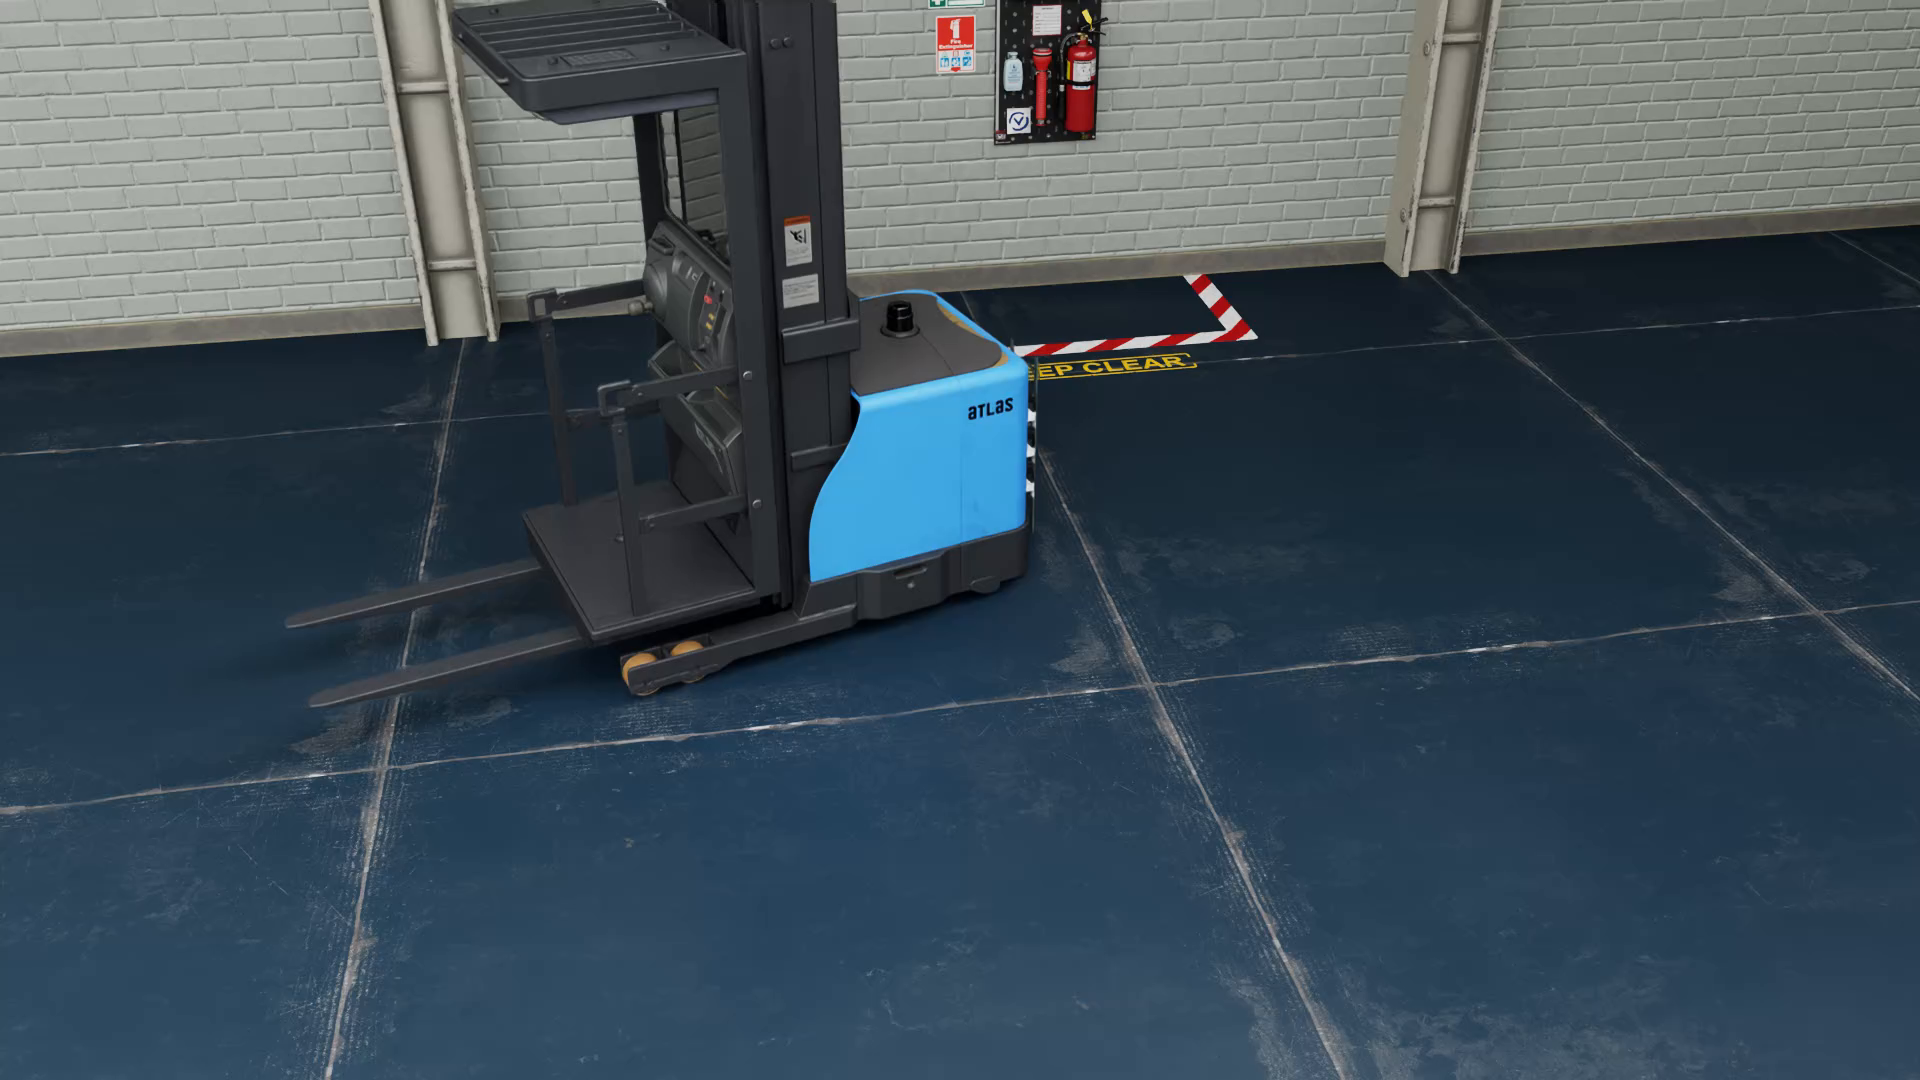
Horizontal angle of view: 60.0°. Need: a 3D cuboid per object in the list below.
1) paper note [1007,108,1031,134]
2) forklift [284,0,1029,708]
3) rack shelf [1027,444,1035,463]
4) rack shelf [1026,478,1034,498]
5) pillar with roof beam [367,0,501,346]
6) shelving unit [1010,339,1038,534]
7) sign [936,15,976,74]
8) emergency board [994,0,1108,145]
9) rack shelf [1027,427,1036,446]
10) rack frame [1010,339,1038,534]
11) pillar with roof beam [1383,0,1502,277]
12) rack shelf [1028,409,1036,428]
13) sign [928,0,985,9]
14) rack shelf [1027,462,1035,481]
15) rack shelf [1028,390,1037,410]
[{"bbox_3d":[0.351,-2.497,9.907,0.142,0.148,0.016,-5,31,-9],"label":"paper note"},{"bbox_3d":[-1.248,-0.945,6.466,3.031,2.935,1.130,-15,33,-23],"label":"forklift"},{"bbox_3d":[0.196,-0.417,7.636,0.200,0.077,0.258,-15,33,-23],"label":"rack shelf"},{"bbox_3d":[0.196,-0.261,7.728,0.200,0.077,0.258,-15,33,-23],"label":"rack shelf"},{"bbox_3d":[-2.151,-2.957,3.901,0.400,9.000,9.100,-5,31,-9],"label":"pillar with roof beam"},{"bbox_3d":[0.196,-0.445,7.619,0.210,0.900,0.258,-15,33,-23],"label":"shelving unit"},{"bbox_3d":[-0.025,-2.875,9.645,0.234,0.329,0.001,-5,31,-9],"label":"sign"},{"bbox_3d":[0.538,-2.859,9.652,0.643,1.169,0.194,-5,31,-9],"label":"emergency board"},{"bbox_3d":[0.196,-0.494,7.591,0.200,0.077,0.258,-15,33,-23],"label":"rack shelf"},{"bbox_3d":[0.286,-0.469,7.660,0.006,0.900,0.240,-15,33,-23],"label":"rack frame"},{"bbox_3d":[3.751,-3.505,4.833,0.400,9.000,9.100,-5,31,-9],"label":"pillar with roof beam"},{"bbox_3d":[0.196,-0.572,7.545,0.200,0.077,0.258,-15,33,-23],"label":"rack shelf"},{"bbox_3d":[-0.019,-3.099,9.504,0.331,0.109,0.001,-5,31,-9],"label":"sign"},{"bbox_3d":[0.196,-0.339,7.682,0.200,0.077,0.258,-15,33,-23],"label":"rack shelf"},{"bbox_3d":[0.196,-0.649,7.499,0.200,0.077,0.258,-15,33,-23],"label":"rack shelf"}]
